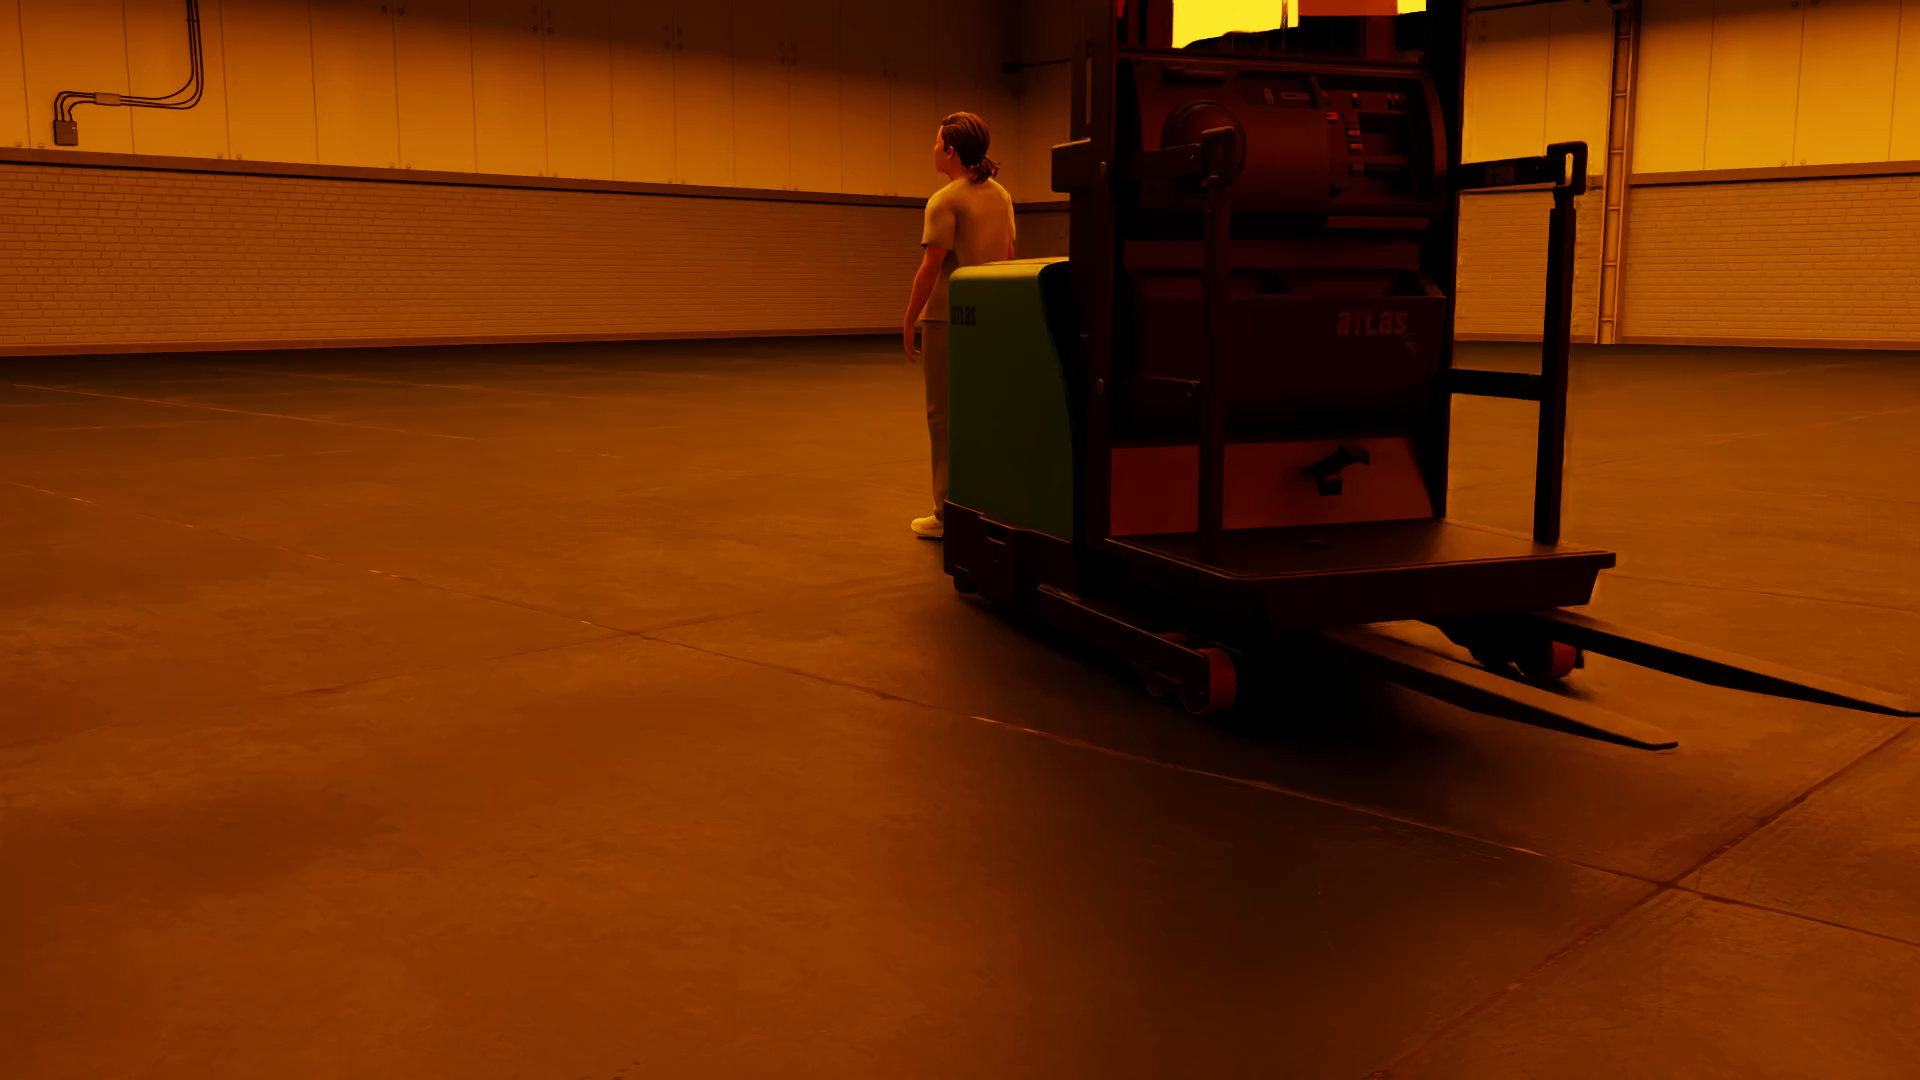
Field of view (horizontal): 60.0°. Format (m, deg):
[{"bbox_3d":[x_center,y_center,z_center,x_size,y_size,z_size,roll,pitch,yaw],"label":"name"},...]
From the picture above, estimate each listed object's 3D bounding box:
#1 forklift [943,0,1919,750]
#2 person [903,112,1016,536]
[{"bbox_3d":[0.952,-1.101,4.186,1.130,2.935,3.031,-3,9,-21],"label":"forklift"},{"bbox_3d":[-0.044,-0.840,6.653,0.548,1.663,0.549,8,12,43],"label":"person"}]
